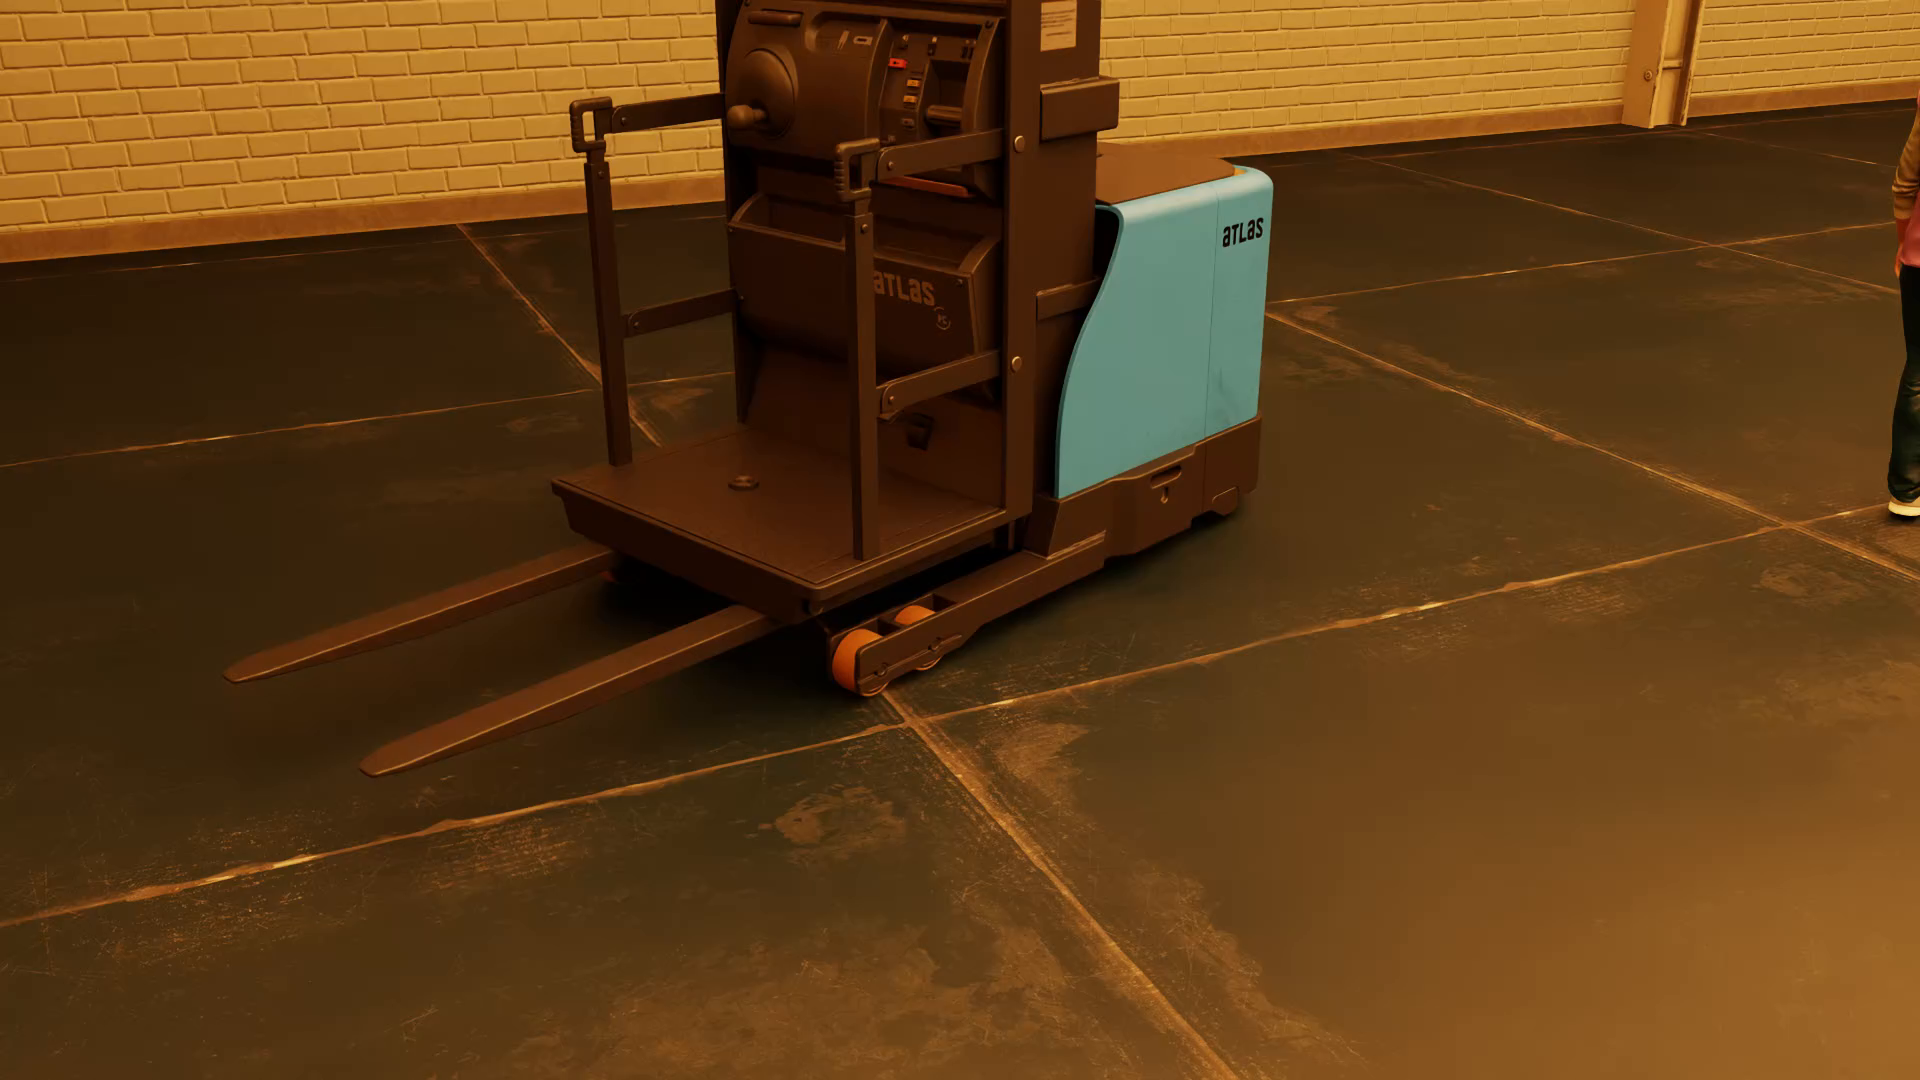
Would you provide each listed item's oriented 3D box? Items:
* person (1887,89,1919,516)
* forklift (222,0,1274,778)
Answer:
[{"bbox_3d":[3.072,-0.826,4.995,0.472,1.599,0.521,-11,25,-24],"label":"person"},{"bbox_3d":[-0.413,-1.182,4.131,1.130,2.935,3.031,19,29,39],"label":"forklift"}]
